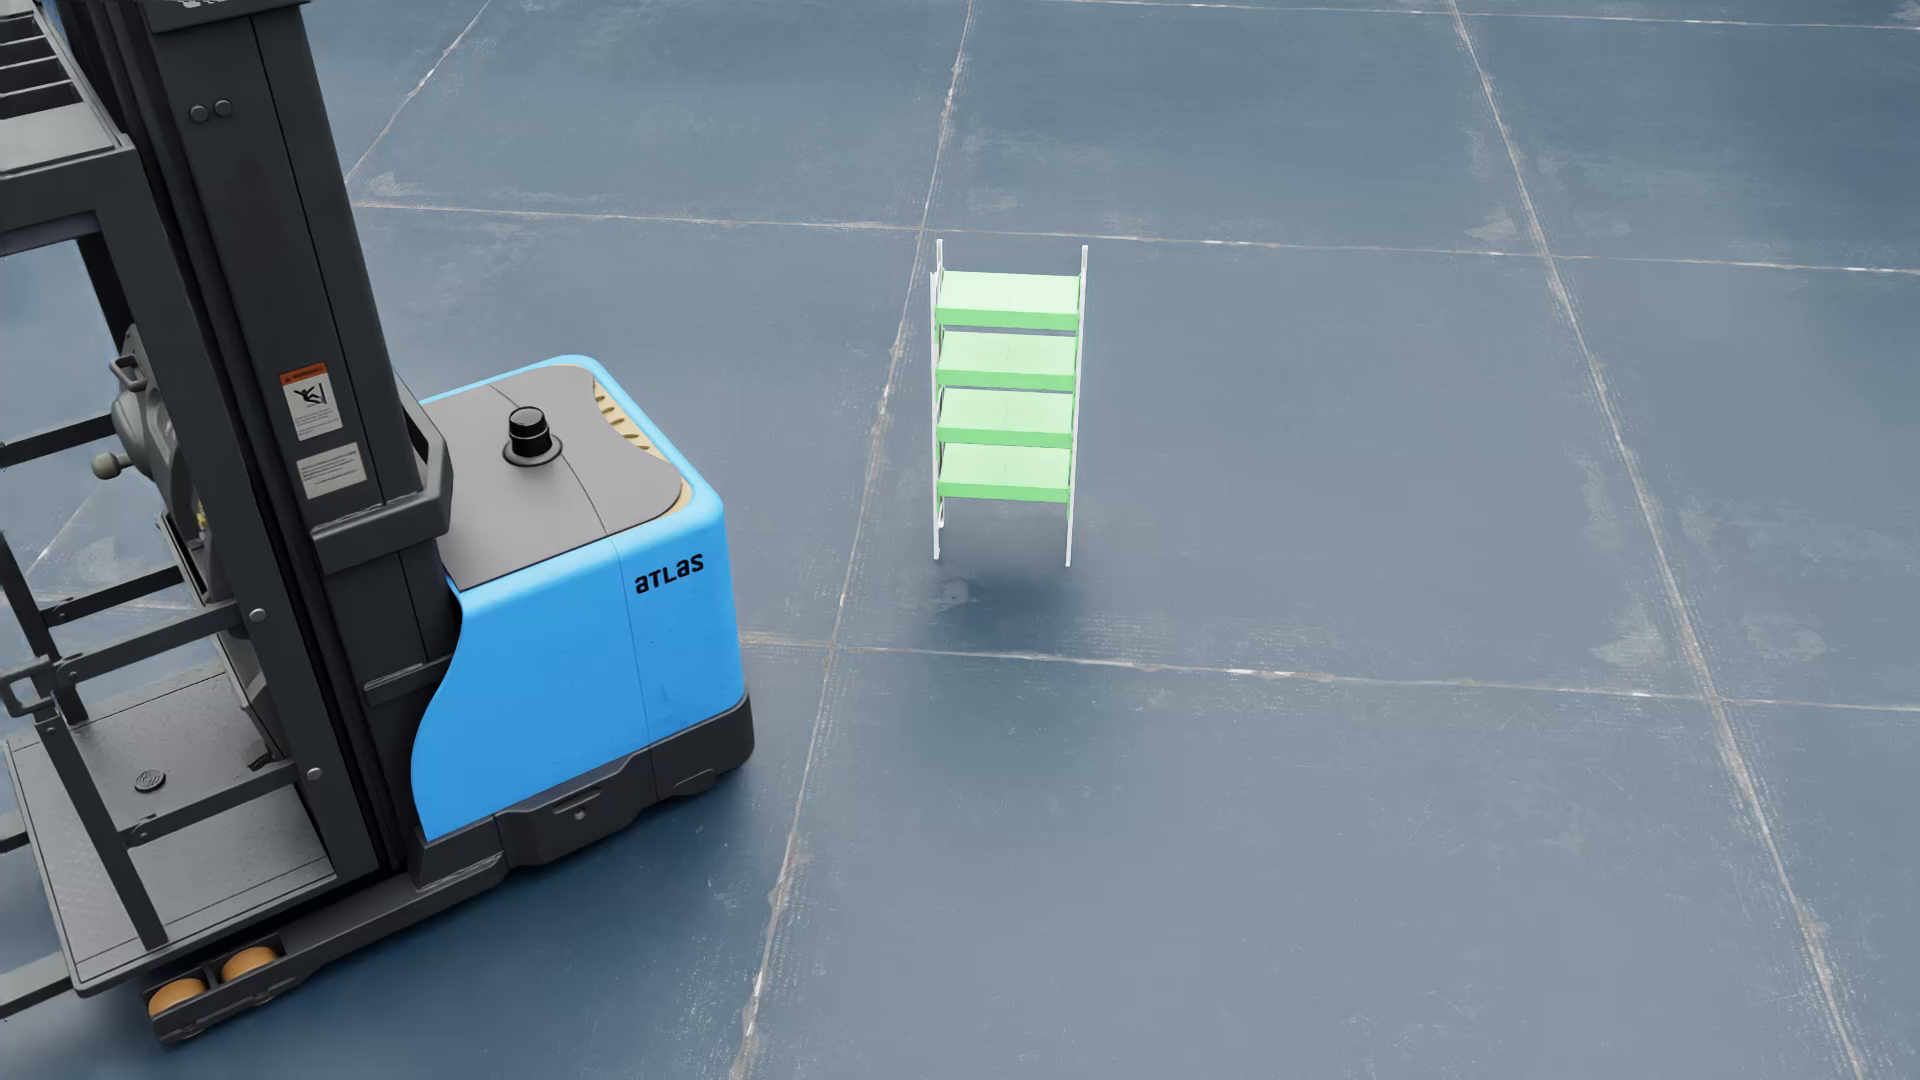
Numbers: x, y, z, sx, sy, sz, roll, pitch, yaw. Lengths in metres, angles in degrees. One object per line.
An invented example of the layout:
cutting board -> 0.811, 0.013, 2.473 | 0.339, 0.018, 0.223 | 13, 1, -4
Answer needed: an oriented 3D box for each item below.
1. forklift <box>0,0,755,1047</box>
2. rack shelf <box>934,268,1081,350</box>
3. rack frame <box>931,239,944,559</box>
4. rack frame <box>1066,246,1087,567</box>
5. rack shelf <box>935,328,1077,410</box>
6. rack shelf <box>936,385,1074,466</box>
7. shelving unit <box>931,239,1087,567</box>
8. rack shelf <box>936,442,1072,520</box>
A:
forklift -> -2.168, -0.151, 4.113 | 3.031, 2.935, 1.130 | -23, 44, -25
rack shelf -> 0.165, -0.779, 5.597 | 0.480, 0.148, 0.258 | 3, 39, 4
rack frame -> -0.078, -0.470, 5.876 | 0.015, 1.200, 0.240 | 3, 39, 4
rack frame -> 0.408, -0.443, 5.844 | 0.015, 1.200, 0.240 | 3, 39, 4
rack shelf -> 0.165, -0.593, 5.749 | 0.480, 0.148, 0.258 | 3, 39, 4
rack shelf -> 0.165, -0.407, 5.900 | 0.480, 0.148, 0.258 | 3, 39, 4
shelving unit -> 0.165, -0.456, 5.860 | 0.503, 1.200, 0.258 | 3, 39, 4
rack shelf -> 0.165, -0.221, 6.052 | 0.480, 0.148, 0.258 | 3, 39, 4
